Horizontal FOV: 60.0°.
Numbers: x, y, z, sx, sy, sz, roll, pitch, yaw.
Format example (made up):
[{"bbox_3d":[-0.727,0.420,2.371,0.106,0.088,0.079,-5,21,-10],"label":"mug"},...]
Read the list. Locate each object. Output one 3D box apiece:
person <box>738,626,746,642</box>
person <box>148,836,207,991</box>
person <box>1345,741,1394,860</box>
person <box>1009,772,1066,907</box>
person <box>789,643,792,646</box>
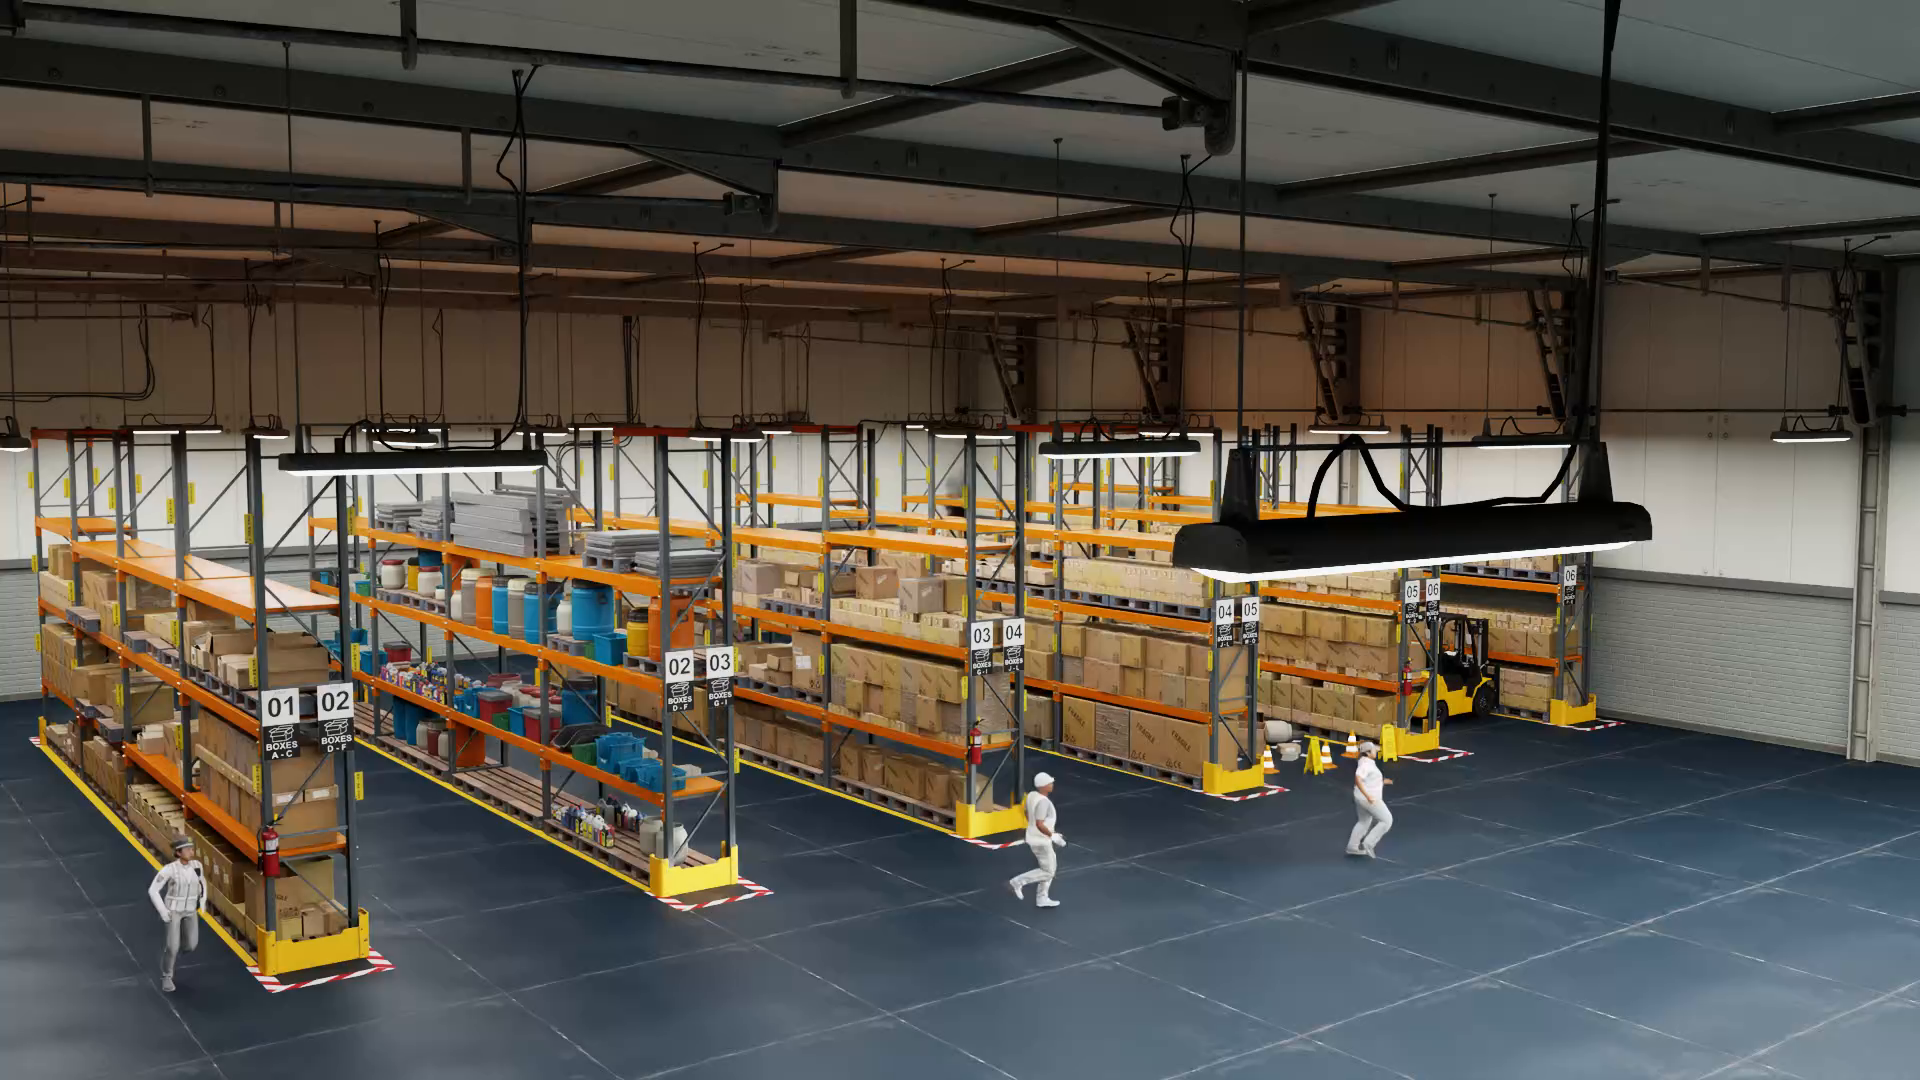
[{"bbox_3d":[-5.094,2.651,37.883,0.553,1.447,0.753,-3,5,-31],"label":"person"},{"bbox_3d":[-8.586,4.089,18.344,0.474,1.641,0.669,4,6,40],"label":"person"},{"bbox_3d":[5.791,3.665,23.457,0.655,1.659,0.587,0,4,-2],"label":"person"},{"bbox_3d":[0.943,3.810,21.106,0.695,1.733,0.669,-1,5,-10],"label":"person"},{"bbox_3d":[-3.455,2.732,35.817,0.521,1.597,0.721,-4,6,-41],"label":"person"}]
